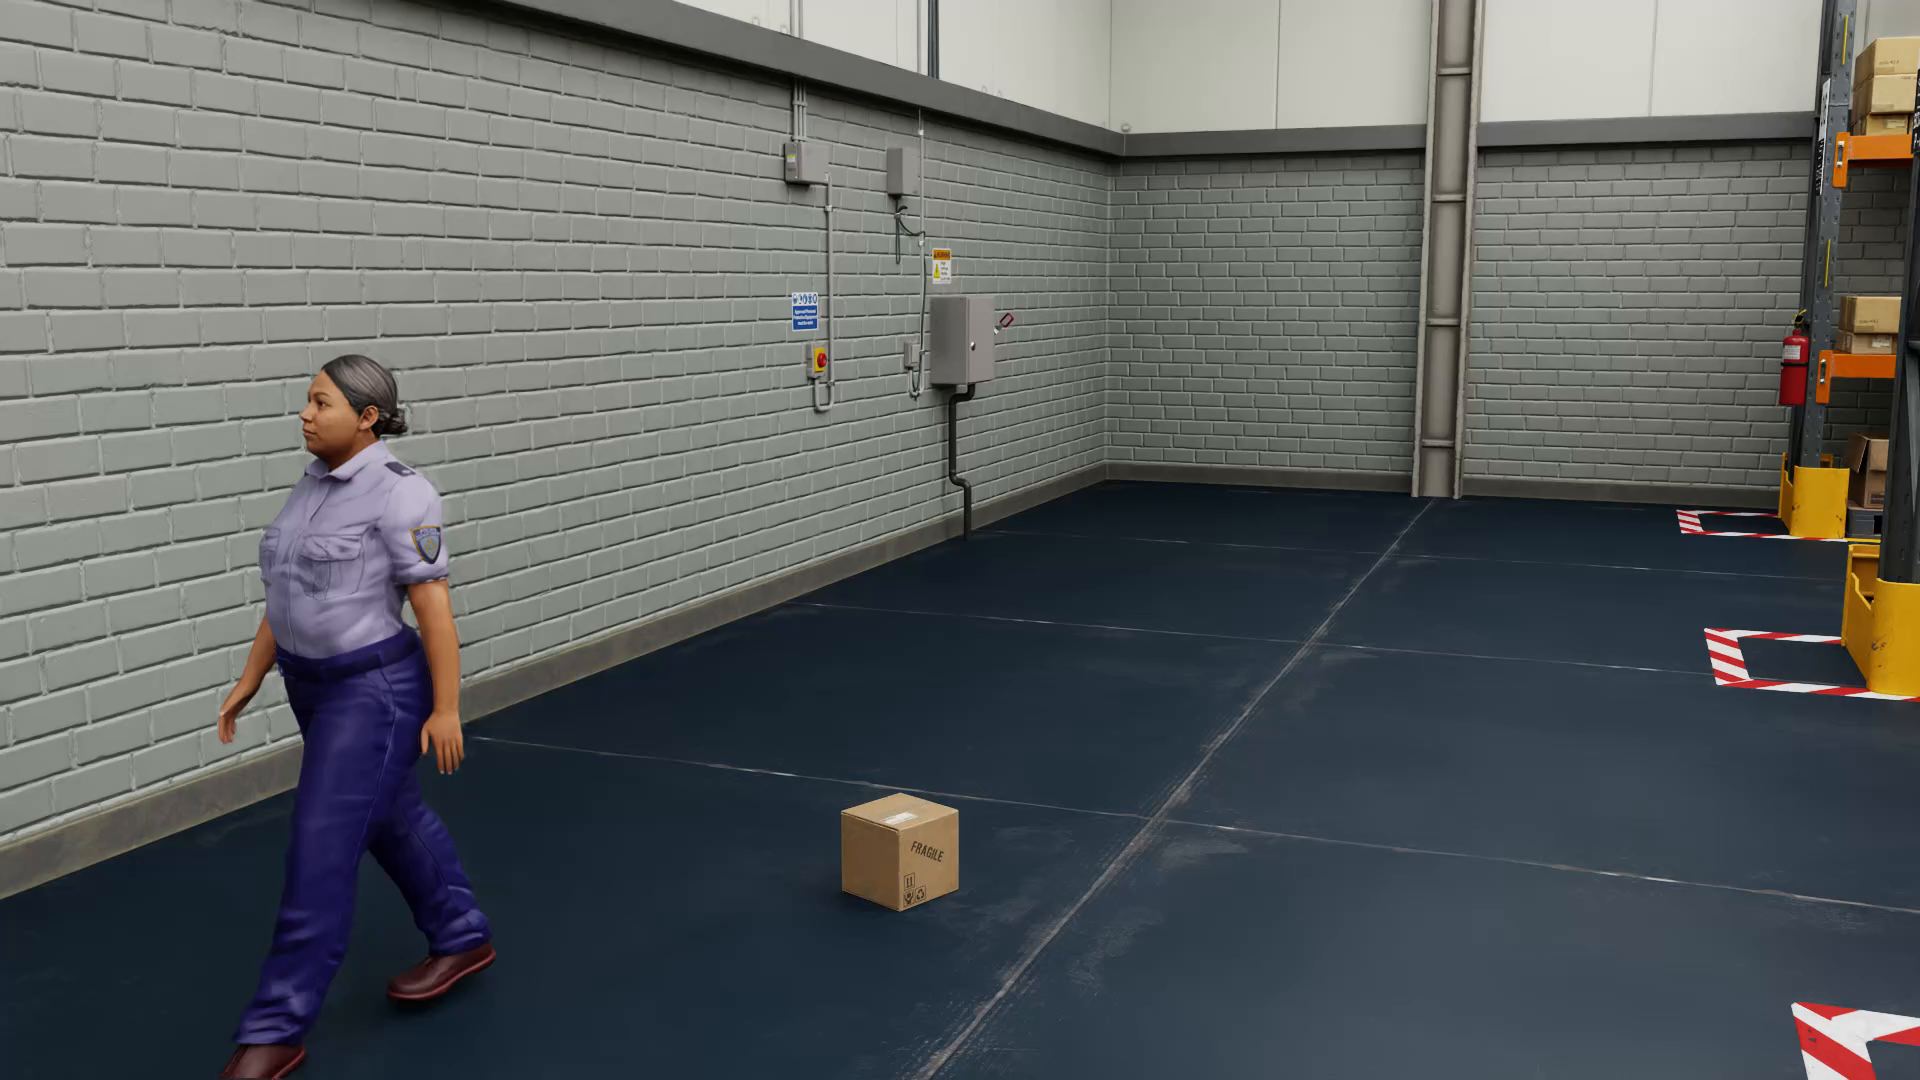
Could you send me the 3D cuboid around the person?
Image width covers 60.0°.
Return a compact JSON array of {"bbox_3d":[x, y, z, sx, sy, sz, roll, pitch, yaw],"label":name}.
[{"bbox_3d":[-1.486,0.387,3.872,0.512,1.625,0.880,8,12,42],"label":"person"}]
